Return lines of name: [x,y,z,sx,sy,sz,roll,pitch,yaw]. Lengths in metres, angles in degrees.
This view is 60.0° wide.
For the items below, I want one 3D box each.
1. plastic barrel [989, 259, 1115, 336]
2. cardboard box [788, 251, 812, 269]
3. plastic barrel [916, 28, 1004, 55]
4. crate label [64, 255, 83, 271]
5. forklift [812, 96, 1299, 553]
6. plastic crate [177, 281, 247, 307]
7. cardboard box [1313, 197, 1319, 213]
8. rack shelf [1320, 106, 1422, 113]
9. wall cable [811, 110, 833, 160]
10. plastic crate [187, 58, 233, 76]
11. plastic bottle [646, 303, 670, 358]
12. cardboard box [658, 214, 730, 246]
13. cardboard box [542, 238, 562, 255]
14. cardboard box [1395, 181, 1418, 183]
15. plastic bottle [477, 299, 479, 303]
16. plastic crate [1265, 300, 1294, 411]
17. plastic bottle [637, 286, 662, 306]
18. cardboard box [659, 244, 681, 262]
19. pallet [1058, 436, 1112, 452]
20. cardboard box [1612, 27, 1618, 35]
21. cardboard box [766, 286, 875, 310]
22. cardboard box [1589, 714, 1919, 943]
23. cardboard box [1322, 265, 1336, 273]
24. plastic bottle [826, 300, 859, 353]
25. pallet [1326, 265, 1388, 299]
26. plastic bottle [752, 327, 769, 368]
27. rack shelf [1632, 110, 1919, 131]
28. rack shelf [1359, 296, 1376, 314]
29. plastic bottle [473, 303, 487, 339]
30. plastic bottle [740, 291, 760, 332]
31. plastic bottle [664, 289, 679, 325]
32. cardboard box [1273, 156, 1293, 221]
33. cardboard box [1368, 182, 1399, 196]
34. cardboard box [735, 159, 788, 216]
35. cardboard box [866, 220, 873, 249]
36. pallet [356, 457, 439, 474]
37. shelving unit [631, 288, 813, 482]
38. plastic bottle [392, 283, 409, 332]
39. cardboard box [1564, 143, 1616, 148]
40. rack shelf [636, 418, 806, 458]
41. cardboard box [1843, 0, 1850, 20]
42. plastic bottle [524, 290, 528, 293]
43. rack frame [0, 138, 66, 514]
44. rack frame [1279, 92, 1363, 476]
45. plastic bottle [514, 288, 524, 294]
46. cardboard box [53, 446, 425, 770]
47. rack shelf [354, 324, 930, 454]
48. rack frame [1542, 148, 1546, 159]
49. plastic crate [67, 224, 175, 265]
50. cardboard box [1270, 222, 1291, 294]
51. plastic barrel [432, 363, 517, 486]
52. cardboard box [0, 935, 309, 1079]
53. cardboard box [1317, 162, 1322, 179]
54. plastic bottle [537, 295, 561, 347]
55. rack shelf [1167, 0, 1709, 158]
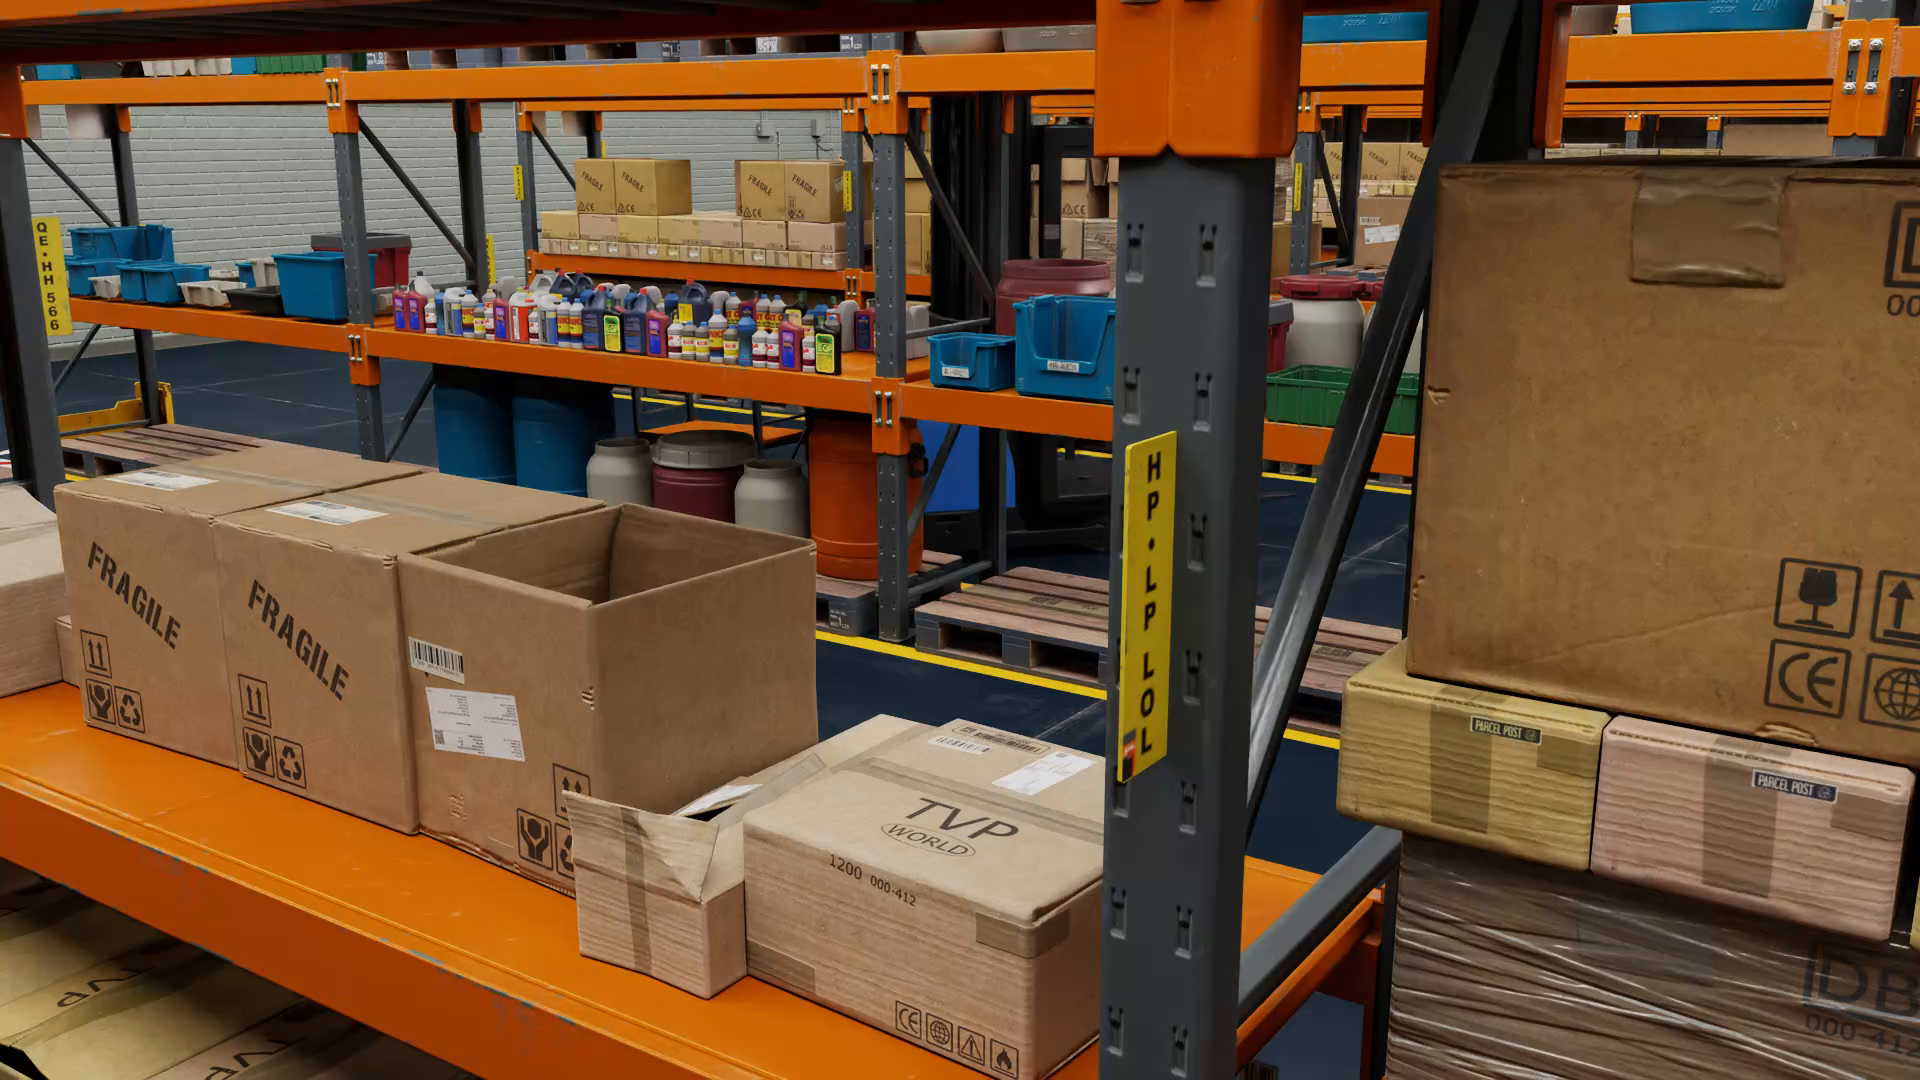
plastic barrel: [0.477,-1.110,8.282,0.708,0.536,0.600,9,17,33]
cardboard box: [-1.282,-2.458,14.533,0.250,0.149,0.380,10,17,34]
plastic barrel: [0.009,-2.453,7.517,0.421,0.512,0.421,0,14,0]
crate label: [-6.694,-1.968,12.254,0.303,0.233,0.416,9,17,33]
forklift: [0.612,-1.467,10.150,3.031,2.935,1.130,-4,14,-16]
plastic crate: [-5.009,-1.657,11.198,0.466,0.136,0.293,9,17,33]
cardboard box: [3.589,-3.418,16.917,0.250,0.149,0.380,9,16,32]
rack shelf: [3.879,-4.384,17.045,4.000,0.370,1.077,9,17,33]
wall cable: [-2.331,-6.611,28.674,0.122,1.984,0.588,9,17,33]
plastic crate: [-4.664,-3.005,10.526,0.466,0.136,0.293,9,17,33]
plastic bottle: [-1.600,-1.112,8.814,0.133,0.283,0.061,9,17,33]
cardboard box: [-2.418,-2.854,15.304,0.500,0.250,0.500,9,16,32]
cardboard box: [-3.841,-2.871,16.201,0.250,0.149,0.380,9,17,33]
cardboard box: [4.619,-3.585,16.974,0.250,0.149,0.380,8,16,30]
plastic bottle: [-2.867,-1.326,9.851,0.097,0.201,0.097,0,14,0]
plastic crate: [1.093,-0.799,7.176,0.583,0.464,0.402,9,17,33]
plastic bottle: [-1.863,-1.368,9.865,0.135,0.276,0.152,9,17,33]
cardboard box: [-2.564,-2.665,15.369,0.250,0.149,0.380,9,16,31]
pallet: [1.067,-0.964,13.779,1.213,0.211,1.003,9,17,33]
cardboard box: [6.017,-4.533,15.254,0.500,0.311,0.500,9,17,33]
cardboard box: [-1.135,-1.847,15.089,0.875,0.875,0.875,9,17,33]
cardboard box: [0.797,0.223,1.624,0.250,0.149,0.380,9,17,34]
cardboard box: [5.458,-3.651,22.378,0.875,0.875,0.875,10,17,35]
plastic bottle: [-0.640,-1.170,9.066,0.135,0.276,0.152,9,17,33]
pallet: [3.338,-1.866,12.018,1.003,0.211,1.213,9,17,33]
plastic bottle: [-1.009,-0.982,8.460,0.097,0.201,0.097,0,14,0]
rack shelf: [9.877,-4.848,18.920,4.000,0.370,1.077,9,17,33]
rack shelf: [4.346,-1.416,11.298,4.000,0.370,1.077,9,17,33]
plastic bottle: [-2.760,-1.265,9.603,0.097,0.201,0.097,0,14,0]
plastic bottle: [-1.189,-1.276,9.477,0.133,0.283,0.061,9,17,33]
plastic bottle: [-1.675,-1.326,9.703,0.097,0.271,0.097,0,14,0]
cardboard box: [2.089,-2.670,12.572,0.637,0.503,0.797,10,17,35]
cardboard box: [4.228,-3.458,16.461,0.250,0.149,0.380,10,17,34]
cardboard box: [-1.726,-3.257,15.371,0.500,0.500,0.500,9,16,31]
cardboard box: [-0.876,-2.757,14.910,0.500,0.250,0.500,9,16,32]
pallet: [-4.028,-0.320,11.175,1.213,0.211,1.003,9,17,33]
shelving unit: [-1.472,-0.772,10.248,1.083,1.500,0.587,8,16,35]
plastic bottle: [-3.330,-1.391,9.944,0.133,0.283,0.061,9,17,33]
cardboard box: [7.643,-4.560,20.214,0.500,0.500,0.500,9,16,31]
rack shelf: [-1.459,-0.595,10.283,1.000,0.185,0.538,8,16,35]
cardboard box: [5.671,-3.290,10.039,0.637,0.503,0.797,8,16,30]
plastic bottle: [-2.701,-1.457,10.381,0.097,0.201,0.097,0,14,0]
rack frame: [-2.845,-0.059,4.318,0.127,3.000,1.000,9,17,33]
rack frame: [2.687,-2.033,12.295,0.127,3.000,1.000,9,17,33]
plastic bottle: [-2.778,-1.487,10.503,0.097,0.201,0.097,0,14,0]
cardboard box: [-1.444,0.115,3.410,0.500,0.500,0.500,8,16,30]
rack shelf: [-1.737,-0.965,9.476,4.000,0.370,1.077,9,17,33]
rack frame: [5.539,-3.009,16.235,0.127,3.000,1.000,9,17,33]
plastic crate: [-6.334,-2.157,12.597,0.499,0.435,0.616,9,17,33]
cardboard box: [2.139,-2.099,12.351,0.500,0.500,0.500,10,17,35]
plastic barrel: [-2.955,-0.691,10.366,0.708,0.901,0.600,9,17,33]
cardboard box: [-1.712,1.066,3.454,0.500,0.311,0.500,9,16,31]
cardboard box: [4.639,-5.192,22.765,0.500,0.500,0.500,9,17,33]
plastic bottle: [-2.264,-1.229,9.303,0.135,0.276,0.152,9,17,33]
rack shelf: [2.134,-0.361,0.793,4.000,0.370,1.077,9,17,33]
